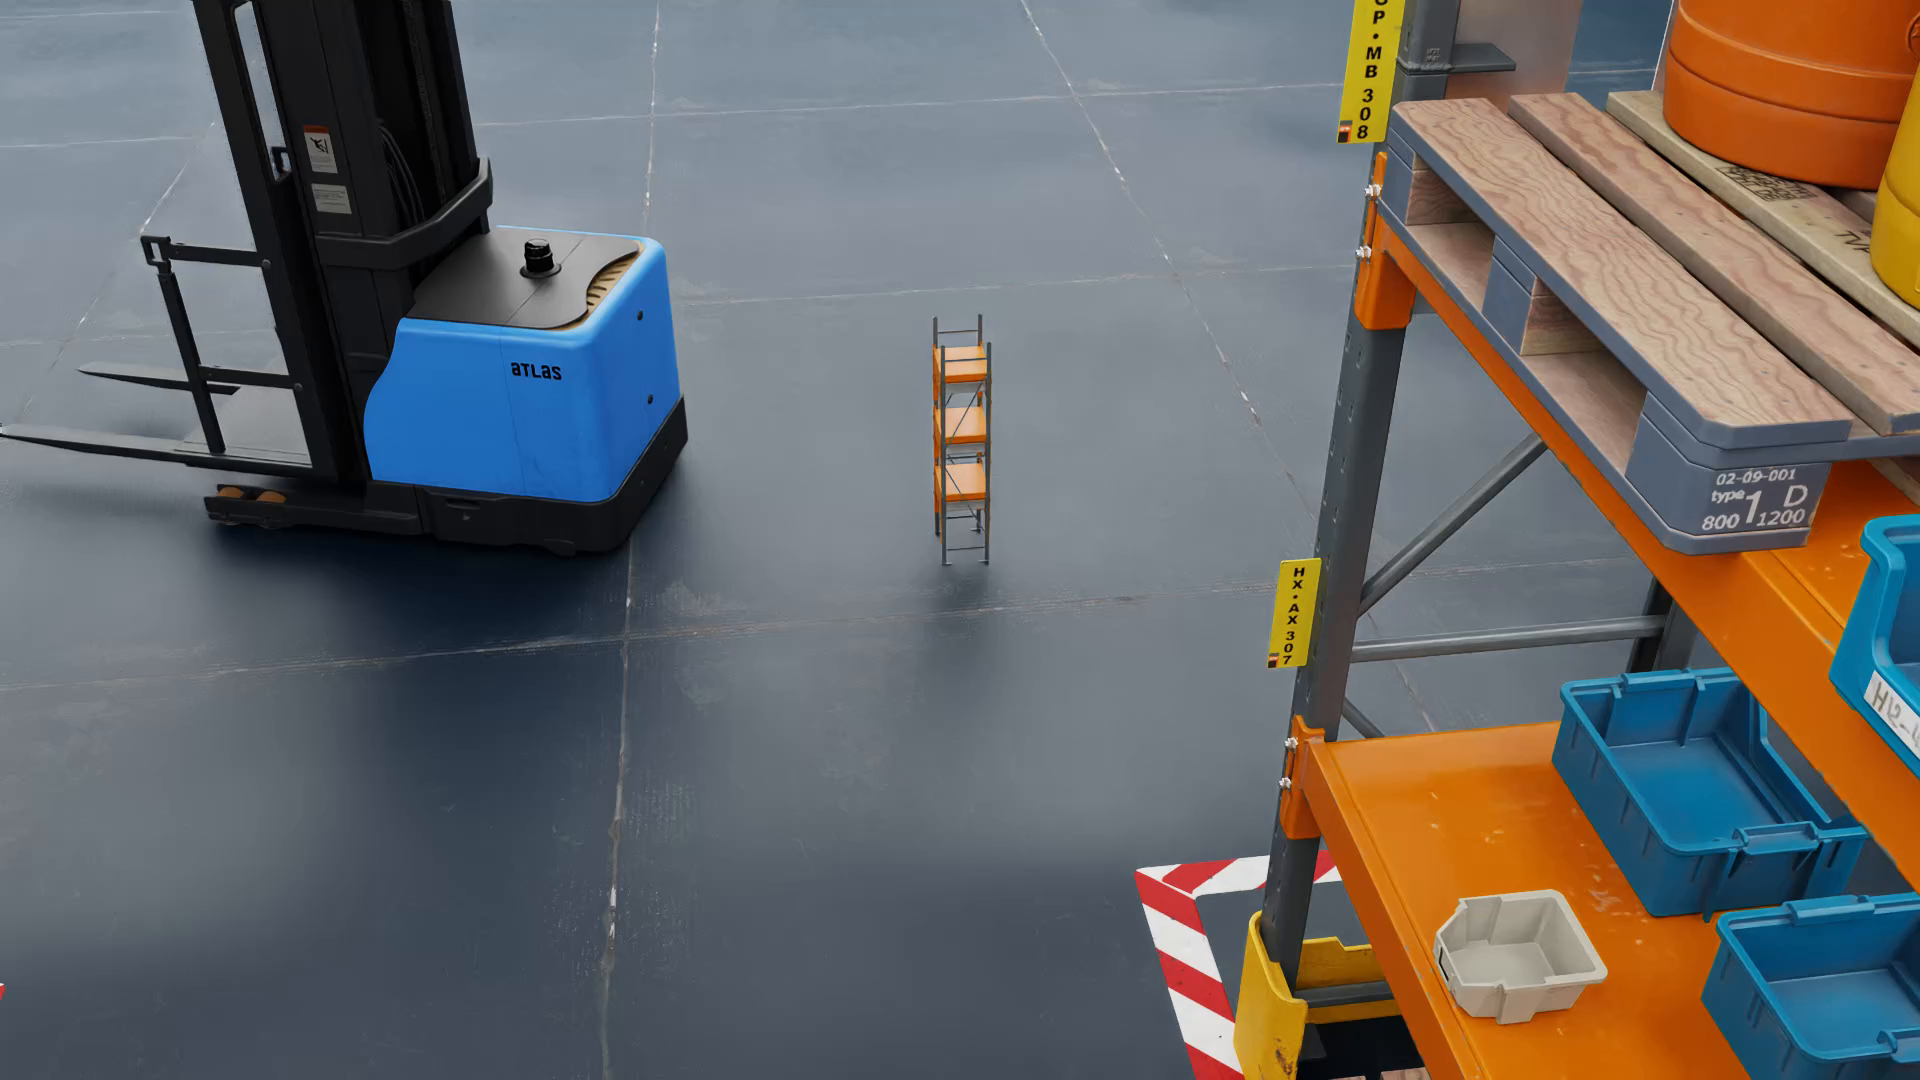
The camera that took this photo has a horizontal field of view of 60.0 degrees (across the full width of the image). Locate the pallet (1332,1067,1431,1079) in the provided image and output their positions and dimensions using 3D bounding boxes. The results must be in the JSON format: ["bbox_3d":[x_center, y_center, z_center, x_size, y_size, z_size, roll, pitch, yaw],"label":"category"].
[{"bbox_3d":[1.524,1.902,4.271,1.003,0.211,1.213,-4,35,-6],"label":"pallet"}]

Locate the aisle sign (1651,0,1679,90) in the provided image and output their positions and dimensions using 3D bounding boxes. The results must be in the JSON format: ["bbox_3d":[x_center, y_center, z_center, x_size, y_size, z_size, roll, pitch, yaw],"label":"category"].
[{"bbox_3d":[1.648,-0.879,3.568,0.394,0.787,0.004,-4,35,-6],"label":"aisle sign"}]

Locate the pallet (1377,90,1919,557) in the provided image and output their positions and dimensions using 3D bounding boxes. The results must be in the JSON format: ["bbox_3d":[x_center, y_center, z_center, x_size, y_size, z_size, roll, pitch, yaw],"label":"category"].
[{"bbox_3d":[1.378,-0.435,2.729,1.003,0.211,1.213,-4,35,-6],"label":"pallet"}]

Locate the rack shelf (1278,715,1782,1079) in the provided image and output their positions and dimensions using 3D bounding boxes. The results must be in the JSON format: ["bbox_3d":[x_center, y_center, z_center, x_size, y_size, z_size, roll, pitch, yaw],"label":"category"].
[{"bbox_3d":[1.632,1.671,2.773,1.077,0.370,4.000,-4,35,-6],"label":"rack shelf"}]

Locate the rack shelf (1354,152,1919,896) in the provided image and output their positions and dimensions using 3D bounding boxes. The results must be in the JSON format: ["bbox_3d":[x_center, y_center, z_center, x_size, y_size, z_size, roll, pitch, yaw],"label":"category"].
[{"bbox_3d":[1.632,0.431,1.929,1.077,0.370,4.000,-4,35,-6],"label":"rack shelf"}]

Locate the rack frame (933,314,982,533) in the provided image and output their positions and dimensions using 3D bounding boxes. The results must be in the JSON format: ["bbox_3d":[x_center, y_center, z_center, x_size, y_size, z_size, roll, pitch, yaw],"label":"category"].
[{"bbox_3d":[-0.009,-0.472,7.010,0.200,1.050,0.008,-4,35,-6],"label":"rack frame"}]

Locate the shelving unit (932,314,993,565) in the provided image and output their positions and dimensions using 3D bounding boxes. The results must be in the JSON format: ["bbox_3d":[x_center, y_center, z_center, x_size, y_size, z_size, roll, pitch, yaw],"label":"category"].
[{"bbox_3d":[0.007,-0.404,6.911,0.215,1.050,0.252,-4,35,-6],"label":"shelving unit"}]

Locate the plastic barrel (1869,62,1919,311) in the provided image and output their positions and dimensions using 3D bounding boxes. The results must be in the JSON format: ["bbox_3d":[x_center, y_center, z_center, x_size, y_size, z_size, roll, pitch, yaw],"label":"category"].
[{"bbox_3d":[1.642,-0.607,2.273,0.600,0.588,0.600,0,34,0],"label":"plastic barrel"}]

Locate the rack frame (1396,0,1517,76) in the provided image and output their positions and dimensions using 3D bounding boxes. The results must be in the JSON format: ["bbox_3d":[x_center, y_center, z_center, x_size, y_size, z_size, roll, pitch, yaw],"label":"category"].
[{"bbox_3d":[1.363,-2.222,2.519,1.000,3.000,0.127,-4,35,-6],"label":"rack frame"}]

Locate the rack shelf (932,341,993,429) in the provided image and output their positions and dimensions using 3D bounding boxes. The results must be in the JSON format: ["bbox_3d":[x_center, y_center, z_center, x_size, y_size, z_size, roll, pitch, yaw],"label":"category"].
[{"bbox_3d":[0.007,-0.630,6.757,0.215,0.259,0.240,-4,35,-6],"label":"rack shelf"}]

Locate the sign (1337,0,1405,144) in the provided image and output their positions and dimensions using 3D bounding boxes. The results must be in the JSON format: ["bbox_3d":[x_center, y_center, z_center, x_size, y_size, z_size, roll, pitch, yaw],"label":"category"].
[{"bbox_3d":[0.818,-0.946,3.304,0.100,0.325,0.005,-4,35,-6],"label":"sign"}]

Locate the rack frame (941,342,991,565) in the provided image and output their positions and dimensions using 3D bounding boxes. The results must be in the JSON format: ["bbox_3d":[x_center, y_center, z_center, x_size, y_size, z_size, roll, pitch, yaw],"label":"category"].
[{"bbox_3d":[0.024,-0.336,6.811,0.200,1.050,0.008,-4,35,-6],"label":"rack frame"}]

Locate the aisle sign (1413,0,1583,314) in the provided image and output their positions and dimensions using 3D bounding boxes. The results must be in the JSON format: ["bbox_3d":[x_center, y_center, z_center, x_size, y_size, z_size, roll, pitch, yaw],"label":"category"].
[{"bbox_3d":[1.063,-0.835,3.503,0.394,0.787,0.004,-4,35,-6],"label":"aisle sign"}]

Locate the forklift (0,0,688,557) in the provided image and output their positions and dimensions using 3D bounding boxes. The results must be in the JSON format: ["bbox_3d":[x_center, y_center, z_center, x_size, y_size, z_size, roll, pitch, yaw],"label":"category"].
[{"bbox_3d":[-2.846,-1.540,6.908,3.031,2.935,1.130,6,35,9],"label":"forklift"}]

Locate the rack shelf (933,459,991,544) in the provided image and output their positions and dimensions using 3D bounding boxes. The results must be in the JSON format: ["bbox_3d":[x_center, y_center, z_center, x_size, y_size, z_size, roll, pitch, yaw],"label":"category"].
[{"bbox_3d":[0.007,-0.166,7.073,0.215,0.259,0.240,-4,35,-6],"label":"rack shelf"}]

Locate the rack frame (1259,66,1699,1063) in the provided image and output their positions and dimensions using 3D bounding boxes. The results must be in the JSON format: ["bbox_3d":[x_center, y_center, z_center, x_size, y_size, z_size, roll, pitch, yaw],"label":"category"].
[{"bbox_3d":[1.363,0.258,4.209,1.000,3.000,0.127,-4,35,-6],"label":"rack frame"}]

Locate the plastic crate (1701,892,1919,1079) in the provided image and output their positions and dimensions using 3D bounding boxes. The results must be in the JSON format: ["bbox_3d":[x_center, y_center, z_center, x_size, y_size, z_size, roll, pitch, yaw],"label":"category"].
[{"bbox_3d":[1.809,0.938,3.341,0.499,0.251,0.408,-4,35,-6],"label":"plastic crate"}]

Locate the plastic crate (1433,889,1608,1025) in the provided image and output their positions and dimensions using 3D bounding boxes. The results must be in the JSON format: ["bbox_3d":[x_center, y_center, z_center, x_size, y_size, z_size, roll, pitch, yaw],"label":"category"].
[{"bbox_3d":[1.165,0.890,3.514,0.298,0.136,0.250,-4,35,-6],"label":"plastic crate"}]

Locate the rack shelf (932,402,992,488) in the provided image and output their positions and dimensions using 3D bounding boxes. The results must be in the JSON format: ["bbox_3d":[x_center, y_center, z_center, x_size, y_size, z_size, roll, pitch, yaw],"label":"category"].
[{"bbox_3d":[0.007,-0.395,6.916,0.215,0.259,0.240,-4,35,-6],"label":"rack shelf"}]

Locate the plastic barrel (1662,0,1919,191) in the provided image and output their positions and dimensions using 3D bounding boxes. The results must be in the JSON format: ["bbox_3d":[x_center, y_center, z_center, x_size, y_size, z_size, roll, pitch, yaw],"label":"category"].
[{"bbox_3d":[1.555,-1.071,2.741,0.600,0.830,0.708,-4,35,-6],"label":"plastic barrel"}]

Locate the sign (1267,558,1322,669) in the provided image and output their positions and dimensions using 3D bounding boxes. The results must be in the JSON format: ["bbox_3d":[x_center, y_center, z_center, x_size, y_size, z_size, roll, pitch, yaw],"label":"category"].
[{"bbox_3d":[0.818,0.182,4.073,0.100,0.325,0.005,-4,35,-6],"label":"sign"}]

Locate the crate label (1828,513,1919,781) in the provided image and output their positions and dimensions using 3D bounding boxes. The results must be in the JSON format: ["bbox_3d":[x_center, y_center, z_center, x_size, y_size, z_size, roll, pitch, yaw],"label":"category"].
[{"bbox_3d":[1.288,0.149,1.836,0.502,0.251,0.408,-4,35,-6],"label":"crate label"}]

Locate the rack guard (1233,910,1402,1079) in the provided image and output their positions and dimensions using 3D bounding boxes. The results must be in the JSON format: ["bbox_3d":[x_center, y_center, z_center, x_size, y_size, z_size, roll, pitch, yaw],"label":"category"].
[{"bbox_3d":[1.420,1.329,4.855,1.175,0.500,0.348,-4,35,-6],"label":"rack guard"}]

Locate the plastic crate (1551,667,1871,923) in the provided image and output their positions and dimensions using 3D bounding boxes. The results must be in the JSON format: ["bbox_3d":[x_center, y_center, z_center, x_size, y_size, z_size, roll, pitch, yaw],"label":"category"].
[{"bbox_3d":[1.727,0.576,3.874,0.499,0.251,0.616,-4,35,-6],"label":"plastic crate"}]
